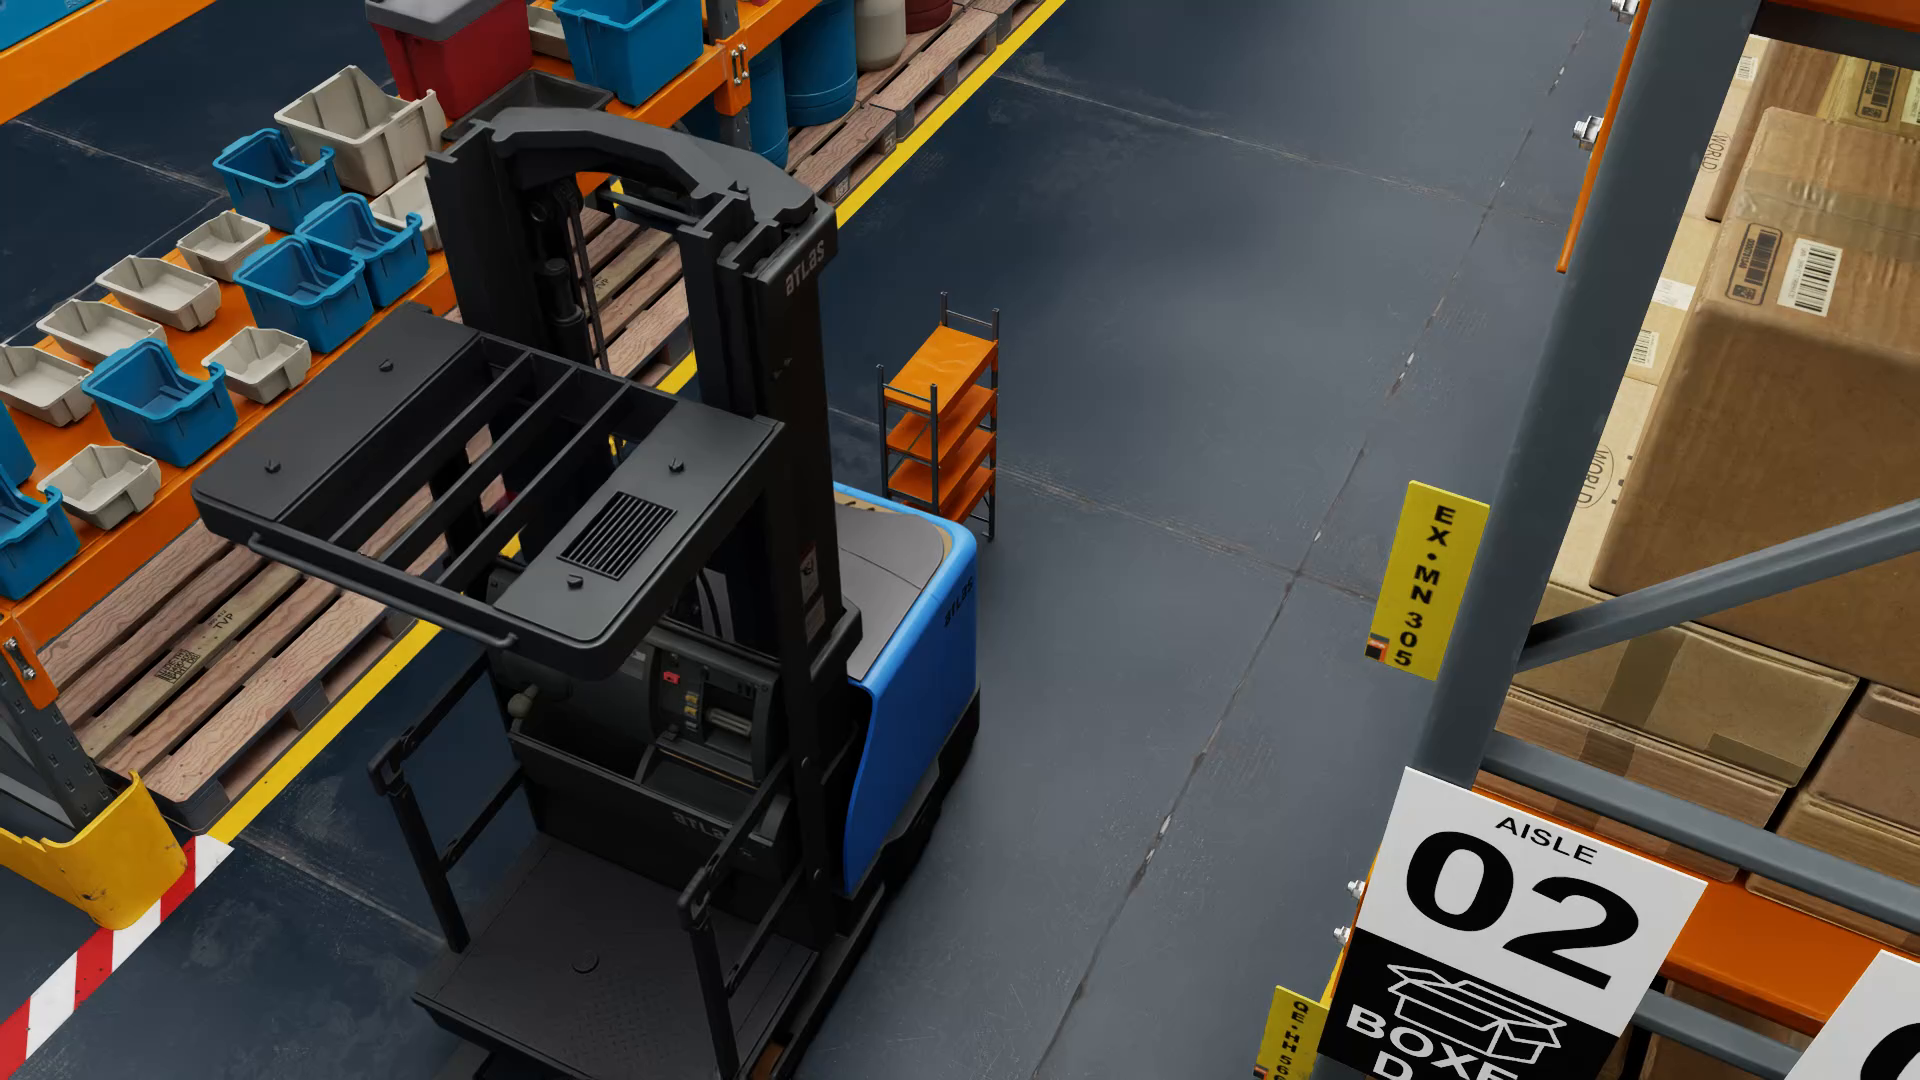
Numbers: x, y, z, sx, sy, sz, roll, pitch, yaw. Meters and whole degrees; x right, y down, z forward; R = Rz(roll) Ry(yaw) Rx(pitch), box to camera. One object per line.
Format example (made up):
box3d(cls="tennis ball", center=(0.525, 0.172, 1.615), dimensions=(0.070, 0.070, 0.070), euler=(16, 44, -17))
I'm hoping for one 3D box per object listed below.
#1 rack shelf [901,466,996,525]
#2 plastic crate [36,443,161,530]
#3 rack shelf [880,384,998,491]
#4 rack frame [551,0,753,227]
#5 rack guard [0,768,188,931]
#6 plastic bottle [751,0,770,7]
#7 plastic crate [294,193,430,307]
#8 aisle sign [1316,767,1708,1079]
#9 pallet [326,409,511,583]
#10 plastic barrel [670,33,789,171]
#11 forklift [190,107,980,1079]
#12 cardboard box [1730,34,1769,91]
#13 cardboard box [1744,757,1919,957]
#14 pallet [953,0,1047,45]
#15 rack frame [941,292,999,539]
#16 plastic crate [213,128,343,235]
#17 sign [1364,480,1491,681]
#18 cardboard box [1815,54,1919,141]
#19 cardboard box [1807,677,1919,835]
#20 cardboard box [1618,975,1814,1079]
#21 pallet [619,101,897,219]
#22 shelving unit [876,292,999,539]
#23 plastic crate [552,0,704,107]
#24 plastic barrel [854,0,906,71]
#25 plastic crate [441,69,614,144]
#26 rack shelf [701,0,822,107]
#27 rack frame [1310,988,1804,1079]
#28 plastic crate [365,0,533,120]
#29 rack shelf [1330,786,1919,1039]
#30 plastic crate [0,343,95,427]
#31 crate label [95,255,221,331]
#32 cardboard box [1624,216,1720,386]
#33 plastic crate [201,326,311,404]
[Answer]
box3d(cls="rack shelf", center=(-0.077, -0.131, 6.689), dimensions=(0.258, 0.148, 0.480), euler=(20, 49, 19))
box3d(cls="plastic crate", center=(-2.680, -0.168, 5.230), dimensions=(0.250, 0.136, 0.298), euler=(20, 49, 19))
box3d(cls="rack shelf", center=(-0.077, -0.427, 6.389), dimensions=(0.258, 0.148, 0.480), euler=(20, 49, 19))
box3d(cls="rack frame", center=(-1.452, -2.538, 7.429), dimensions=(1.000, 3.000, 0.127), euler=(20, 49, 19))
box3d(cls="rack guard", center=(-3.308, 0.880, 5.809), dimensions=(1.175, 0.500, 0.348), euler=(20, 49, 19))
box3d(cls="plastic bottle", center=(-0.904, -2.587, 7.560), dimensions=(0.061, 0.283, 0.133), euler=(20, 49, 19))
box3d(cls="plastic crate", center=(-2.152, -1.046, 6.030), dimensions=(0.416, 0.233, 0.300), euler=(20, 49, 19))
box3d(cls="aisle sign", center=(0.774, 0.648, 2.453), dimensions=(0.394, 0.787, 0.004), euler=(20, 49, 19))
box3d(cls="pallet", center=(-2.324, -0.310, 7.188), dimensions=(1.003, 0.211, 1.213), euler=(20, 49, 19))
box3d(cls="plastic barrel", center=(-1.184, -2.285, 8.359), dimensions=(0.600, 0.901, 0.708), euler=(20, 49, 19))
box3d(cls="forklift", center=(-1.018, 0.486, 4.489), dimensions=(1.130, 2.935, 3.031), euler=(19, 48, 18))
box3d(cls="cardboard box", center=(1.783, -0.911, 3.467), dimensions=(0.500, 0.250, 0.500), euler=(20, 49, 19))
box3d(cls="cardboard box", center=(1.540, 0.378, 2.543), dimensions=(0.500, 0.250, 0.500), euler=(20, 49, 19))
box3d(cls="pallet", center=(0.076, -3.567, 10.407), dimensions=(1.003, 0.211, 1.213), euler=(20, 49, 19))
box3d(cls="rack frame", center=(0.036, -0.471, 6.652), dimensions=(0.240, 1.200, 0.015), euler=(20, 49, 19))
box3d(cls="plastic crate", center=(-2.583, -1.359, 6.339), dimensions=(0.416, 0.233, 0.300), euler=(20, 49, 19))
box3d(cls="sign", center=(0.595, 0.058, 2.132), dimensions=(0.100, 0.325, 0.005), euler=(20, 49, 19))
box3d(cls="cardboard box", center=(1.608, -0.437, 2.471), dimensions=(0.700, 0.500, 0.500), euler=(20, 49, 19))
box3d(cls="cardboard box", center=(1.546, 0.205, 2.364), dimensions=(0.500, 0.250, 0.500), euler=(20, 49, 19))
box3d(cls="cardboard box", center=(1.516, 1.041, 3.119), dimensions=(0.500, 0.500, 0.500), euler=(22, 49, 20))
box3d(cls="pallet", center=(-1.057, -2.030, 8.888), dimensions=(1.003, 0.211, 1.213), euler=(20, 49, 19))
box3d(cls="shelving unit", center=(-0.077, -0.317, 6.500), dimensions=(0.258, 1.200, 0.503), euler=(20, 49, 19))
box3d(cls="plastic crate", center=(-1.367, -2.147, 7.012), dimensions=(0.392, 0.384, 0.575), euler=(20, 49, 19))
box3d(cls="plastic barrel", center=(-0.514, -2.920, 9.261), dimensions=(0.421, 0.512, 0.421), euler=(0, 45, 0))
box3d(cls="plastic crate", center=(-1.734, -1.668, 6.721), dimensions=(0.437, 0.125, 0.590), euler=(20, 49, 19))
box3d(cls="rack shelf", center=(-0.524, -3.545, 8.930), dimensions=(1.077, 0.370, 4.000), euler=(20, 49, 19))
box3d(cls="rack frame", center=(1.077, 1.620, 3.320), dimensions=(1.000, 3.000, 0.127), euler=(20, 49, 19))
box3d(cls="plastic crate", center=(-2.089, -2.102, 6.911), dimensions=(0.402, 0.464, 0.583), euler=(20, 49, 19))
box3d(cls="rack shelf", center=(2.005, -0.442, 3.754), dimensions=(1.077, 0.370, 4.000), euler=(20, 49, 19))
box3d(cls="plastic crate", center=(-3.091, -0.520, 5.578), dimensions=(0.396, 0.136, 0.243), euler=(20, 49, 19))
box3d(cls="crate label", center=(-2.836, -0.881, 5.935), dimensions=(0.396, 0.136, 0.243), euler=(20, 49, 19))
box3d(cls="cardboard box", center=(1.321, -0.281, 2.843), dimensions=(0.500, 0.250, 0.500), euler=(20, 49, 19))
box3d(cls="plastic crate", center=(-2.365, -0.595, 5.653), dimensions=(0.250, 0.136, 0.298), euler=(20, 49, 19))
